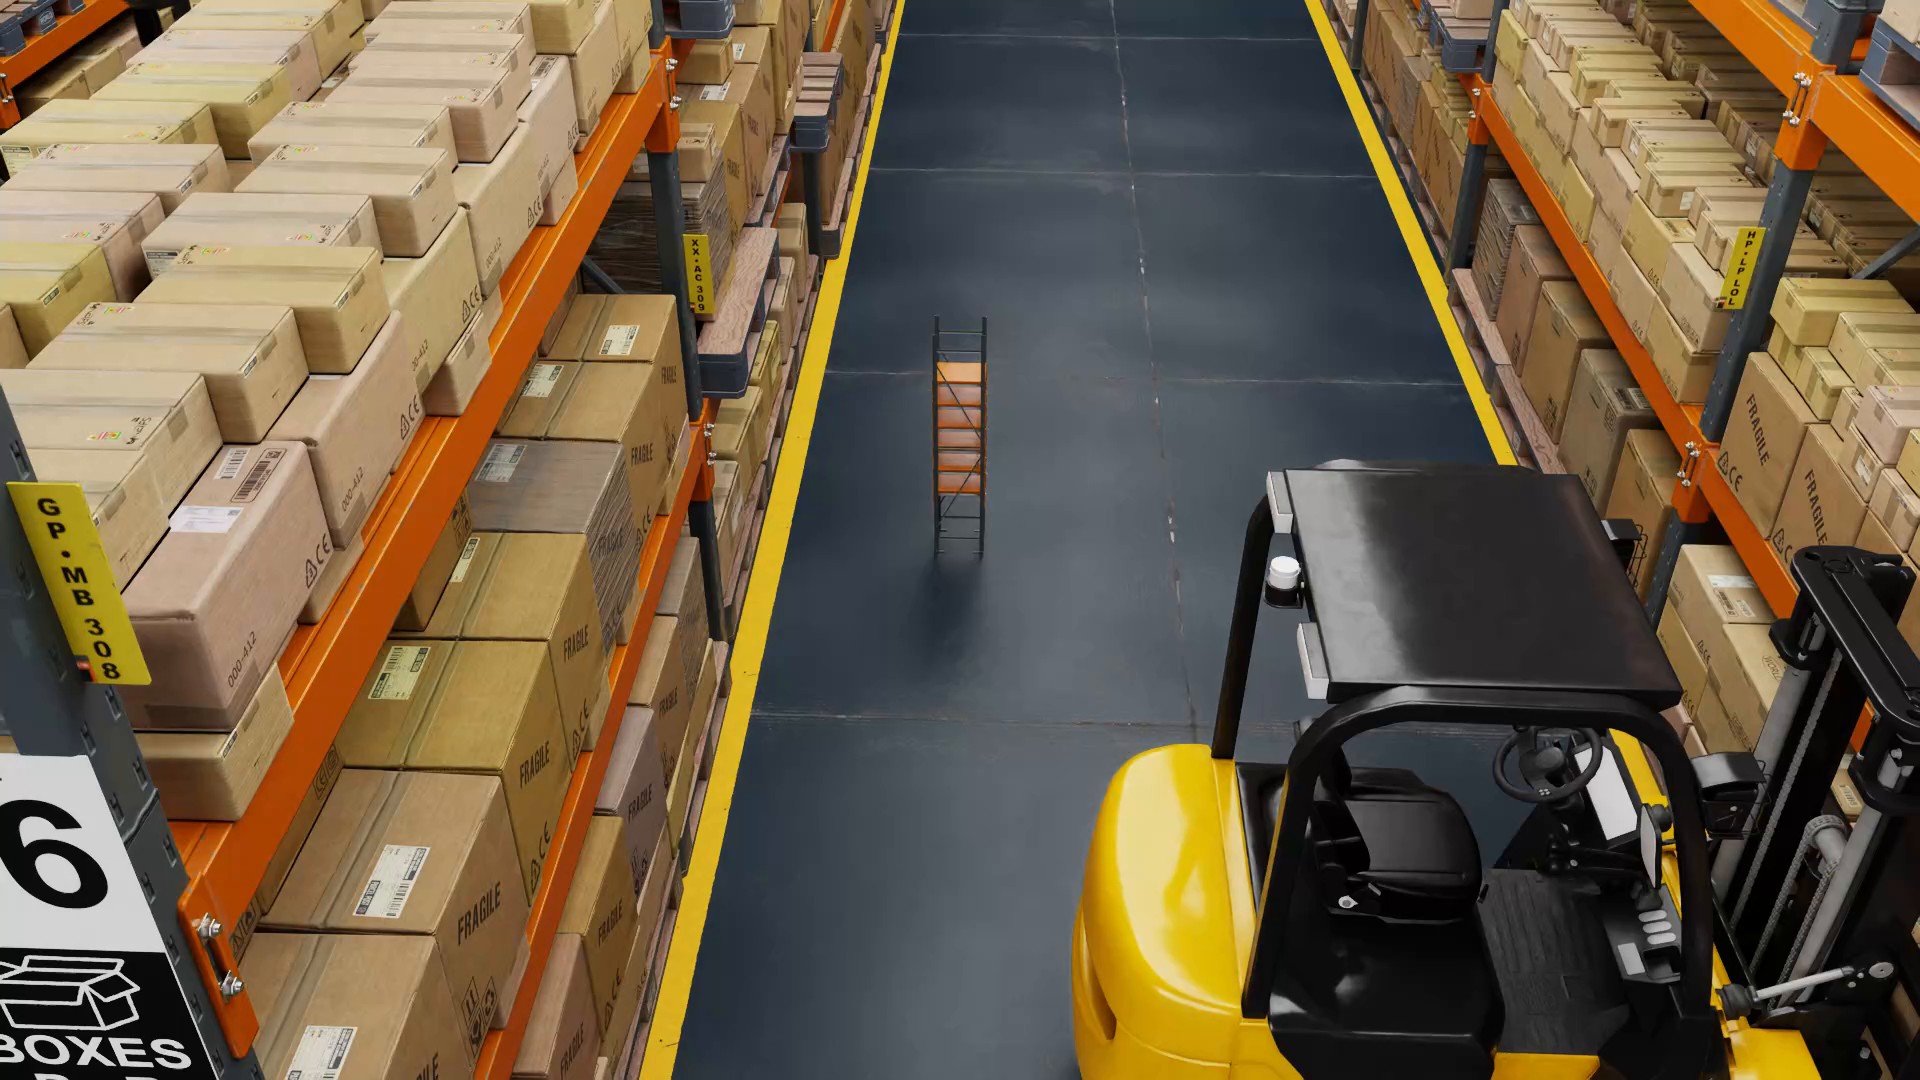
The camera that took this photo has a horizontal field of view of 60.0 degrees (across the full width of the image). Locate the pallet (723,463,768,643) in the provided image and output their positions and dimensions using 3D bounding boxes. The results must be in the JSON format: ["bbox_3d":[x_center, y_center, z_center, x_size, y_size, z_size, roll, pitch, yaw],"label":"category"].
[{"bbox_3d":[-1.508,0.030,8.024,1.003,0.211,1.213,1,35,2],"label":"pallet"}]

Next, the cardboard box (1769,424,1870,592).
[{"bbox_3d":[3.139,-0.043,5.616,0.500,0.500,0.500,2,35,3],"label":"cardboard box"}]

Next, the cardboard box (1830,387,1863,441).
[{"bbox_3d":[3.155,-0.381,5.532,0.380,0.149,0.250,1,35,2],"label":"cardboard box"}]

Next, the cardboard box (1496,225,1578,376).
[{"bbox_3d":[3.526,-1.316,9.213,0.875,0.625,0.625,2,35,3],"label":"cardboard box"}]

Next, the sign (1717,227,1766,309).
[{"bbox_3d":[2.880,-0.999,6.125,0.100,0.325,0.005,1,35,2],"label":"sign"}]

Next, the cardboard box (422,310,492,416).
[{"bbox_3d":[-1.313,-0.415,3.842,0.380,0.149,0.250,2,35,2],"label":"cardboard box"}]

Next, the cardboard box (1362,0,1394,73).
[{"bbox_3d":[3.499,-4.024,13.175,0.500,0.500,0.500,3,35,4],"label":"cardboard box"}]

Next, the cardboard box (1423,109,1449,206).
[{"bbox_3d":[3.416,-2.533,11.055,0.500,0.500,0.500,1,35,1],"label":"cardboard box"}]

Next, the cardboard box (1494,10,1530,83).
[{"bbox_3d":[3.296,-2.744,9.241,0.500,0.250,0.500,1,35,2],"label":"cardboard box"}]

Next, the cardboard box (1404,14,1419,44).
[{"bbox_3d":[3.486,-3.753,12.225,0.380,0.149,0.250,1,35,2],"label":"cardboard box"}]

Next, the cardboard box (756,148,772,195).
[{"bbox_3d":[-1.120,-1.791,8.043,0.380,0.149,0.250,3,35,4],"label":"cardboard box"}]

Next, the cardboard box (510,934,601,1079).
[{"bbox_3d":[-1.373,1.510,4.867,0.500,0.500,0.500,0,35,0],"label":"cardboard box"}]

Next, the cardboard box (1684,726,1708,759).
[{"bbox_3d":[3.067,0.965,6.295,0.500,0.250,0.500,1,35,1],"label":"cardboard box"}]

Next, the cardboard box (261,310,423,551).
[{"bbox_3d":[-1.382,-0.225,3.224,0.500,0.250,0.500,1,35,1],"label":"cardboard box"}]

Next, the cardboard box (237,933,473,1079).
[{"bbox_3d":[-1.402,1.206,3.579,0.500,0.500,0.500,1,35,1],"label":"cardboard box"}]

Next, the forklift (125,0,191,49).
[{"bbox_3d":[-3.976,-2.079,8.659,1.130,2.935,3.031,18,39,24],"label":"forklift"}]

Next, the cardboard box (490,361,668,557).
[{"bbox_3d":[-1.321,-0.269,5.679,0.500,0.500,0.500,2,35,3],"label":"cardboard box"}]

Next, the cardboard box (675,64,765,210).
[{"bbox_3d":[-1.179,-1.832,7.537,0.500,0.500,0.500,1,35,2],"label":"cardboard box"}]

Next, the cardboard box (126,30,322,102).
[{"bbox_3d":[-1.874,-1.191,4.253,0.380,0.149,0.250,1,35,1],"label":"cardboard box"}]

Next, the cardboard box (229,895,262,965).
[{"bbox_3d":[-1.896,0.764,3.338,0.700,0.500,0.500,1,35,1],"label":"cardboard box"}]

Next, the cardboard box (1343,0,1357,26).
[{"bbox_3d":[3.472,-4.480,14.129,0.380,0.149,0.250,0,35,0],"label":"cardboard box"}]

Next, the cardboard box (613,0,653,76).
[{"bbox_3d":[-1.286,-1.690,5.309,0.500,0.250,0.500,1,35,1],"label":"cardboard box"}]

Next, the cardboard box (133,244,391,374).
[{"bbox_3d":[-1.330,-0.445,3.191,0.380,0.149,0.250,1,35,2],"label":"cardboard box"}]

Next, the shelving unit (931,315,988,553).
[{"bbox_3d":[-0.001,-0.483,7.893,0.258,1.200,0.189,1,35,2],"label":"shelving unit"}]

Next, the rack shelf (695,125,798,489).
[{"bbox_3d":[-1.457,-1.518,8.427,1.077,0.370,4.000,1,35,2],"label":"rack shelf"}]

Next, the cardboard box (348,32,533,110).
[{"bbox_3d":[-1.317,-1.180,4.237,0.380,0.149,0.250,2,35,2],"label":"cardboard box"}]

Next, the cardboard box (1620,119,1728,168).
[{"bbox_3d":[3.236,-1.793,7.542,0.380,0.149,0.250,2,35,2],"label":"cardboard box"}]

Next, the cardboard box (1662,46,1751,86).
[{"bbox_3d":[3.773,-2.373,8.366,0.380,0.149,0.250,1,35,2],"label":"cardboard box"}]

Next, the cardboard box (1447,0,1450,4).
[{"bbox_3d":[3.302,-3.573,10.491,0.500,0.250,0.500,0,35,0],"label":"cardboard box"}]

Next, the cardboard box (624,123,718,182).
[{"bbox_3d":[-1.165,-1.525,6.537,0.380,0.149,0.250,1,35,2],"label":"cardboard box"}]

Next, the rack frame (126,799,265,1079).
[{"bbox_3d":[-1.698,1.635,3.315,1.000,3.000,0.127,1,35,2],"label":"rack frame"}]

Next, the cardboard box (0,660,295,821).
[{"bbox_3d":[-1.361,0.327,2.786,0.380,0.149,0.250,1,35,2],"label":"cardboard box"}]

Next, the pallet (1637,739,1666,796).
[{"bbox_3d":[3.348,1.046,6.578,1.003,0.211,1.213,1,35,2],"label":"pallet"}]

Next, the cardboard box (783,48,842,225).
[{"bbox_3d":[-1.266,-2.659,10.907,0.875,0.875,0.875,1,35,1],"label":"cardboard box"}]

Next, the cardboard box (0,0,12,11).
[{"bbox_3d":[-6.107,-3.339,10.246,0.380,0.149,0.250,1,35,1],"label":"cardboard box"}]

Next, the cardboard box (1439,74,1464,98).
[{"bbox_3d":[3.440,-3.012,11.171,0.380,0.149,0.250,2,35,3],"label":"cardboard box"}]

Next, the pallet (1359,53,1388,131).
[{"bbox_3d":[3.749,-3.538,13.101,1.003,0.211,1.213,1,35,2],"label":"pallet"}]

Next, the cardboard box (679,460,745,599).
[{"bbox_3d":[-1.519,-0.062,7.649,0.950,0.372,0.625,2,35,2],"label":"cardboard box"}]

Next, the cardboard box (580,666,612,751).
[{"bbox_3d":[-1.298,0.510,5.134,0.380,0.149,0.250,2,35,2],"label":"cardboard box"}]

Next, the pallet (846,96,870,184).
[{"bbox_3d":[-1.218,-2.971,12.294,1.003,0.211,1.213,1,35,2],"label":"pallet"}]

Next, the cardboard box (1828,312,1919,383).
[{"bbox_3d":[3.210,-0.650,5.656,0.380,0.149,0.250,2,35,3],"label":"cardboard box"}]

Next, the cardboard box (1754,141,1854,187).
[{"bbox_3d":[3.750,-1.640,7.324,0.380,0.149,0.250,1,35,2],"label":"cardboard box"}]

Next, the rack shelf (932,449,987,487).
[{"bbox_3d":[-0.001,-0.348,7.988,0.258,0.103,0.180,1,35,2],"label":"rack shelf"}]

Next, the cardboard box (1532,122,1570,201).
[{"bbox_3d":[3.282,-1.953,8.551,0.500,0.250,0.500,0,35,0],"label":"cardboard box"}]

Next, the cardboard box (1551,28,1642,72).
[{"bbox_3d":[3.284,-2.527,8.586,0.380,0.149,0.250,2,35,2],"label":"cardboard box"}]

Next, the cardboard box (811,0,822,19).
[{"bbox_3d":[-1.110,-3.390,10.161,0.500,0.250,0.500,1,35,2],"label":"cardboard box"}]

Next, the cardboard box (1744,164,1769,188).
[{"bbox_3d":[3.761,-1.563,7.561,0.500,0.250,0.500,1,35,1],"label":"cardboard box"}]

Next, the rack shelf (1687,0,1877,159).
[{"bbox_3d":[3.502,-2.633,7.405,1.077,0.370,4.000,1,35,2],"label":"rack shelf"}]

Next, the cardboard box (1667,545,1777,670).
[{"bbox_3d":[3.089,0.264,6.422,0.500,0.250,0.500,1,35,1],"label":"cardboard box"}]

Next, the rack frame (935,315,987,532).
[{"bbox_3d":[0.003,-0.535,7.968,0.240,1.200,0.006,1,35,2],"label":"rack frame"}]

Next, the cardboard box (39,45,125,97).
[{"bbox_3d":[-6.037,-3.156,11.288,0.500,0.250,0.500,1,35,1],"label":"cardboard box"}]

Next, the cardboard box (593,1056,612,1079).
[{"bbox_3d":[-1.362,1.838,5.053,0.500,0.250,0.500,3,35,4],"label":"cardboard box"}]

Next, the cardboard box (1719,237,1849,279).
[{"bbox_3d":[3.214,-1.059,6.496,0.380,0.149,0.250,2,35,4],"label":"cardboard box"}]

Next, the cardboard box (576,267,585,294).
[{"bbox_3d":[-1.748,-1.269,6.735,0.500,0.500,0.500,1,35,1],"label":"cardboard box"}]

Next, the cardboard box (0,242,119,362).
[{"bbox_3d":[-1.877,-0.456,3.206,0.380,0.149,0.250,2,35,2],"label":"cardboard box"}]

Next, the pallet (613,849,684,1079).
[{"bbox_3d":[-1.576,1.567,5.837,1.003,0.211,1.213,1,35,2],"label":"pallet"}]

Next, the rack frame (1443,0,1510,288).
[{"bbox_3d":[3.583,-2.849,9.695,1.000,3.000,0.127,1,35,2],"label":"rack frame"}]

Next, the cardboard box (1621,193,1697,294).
[{"bbox_3d":[3.200,-1.278,7.155,0.500,0.250,0.500,0,35,1],"label":"cardboard box"}]
